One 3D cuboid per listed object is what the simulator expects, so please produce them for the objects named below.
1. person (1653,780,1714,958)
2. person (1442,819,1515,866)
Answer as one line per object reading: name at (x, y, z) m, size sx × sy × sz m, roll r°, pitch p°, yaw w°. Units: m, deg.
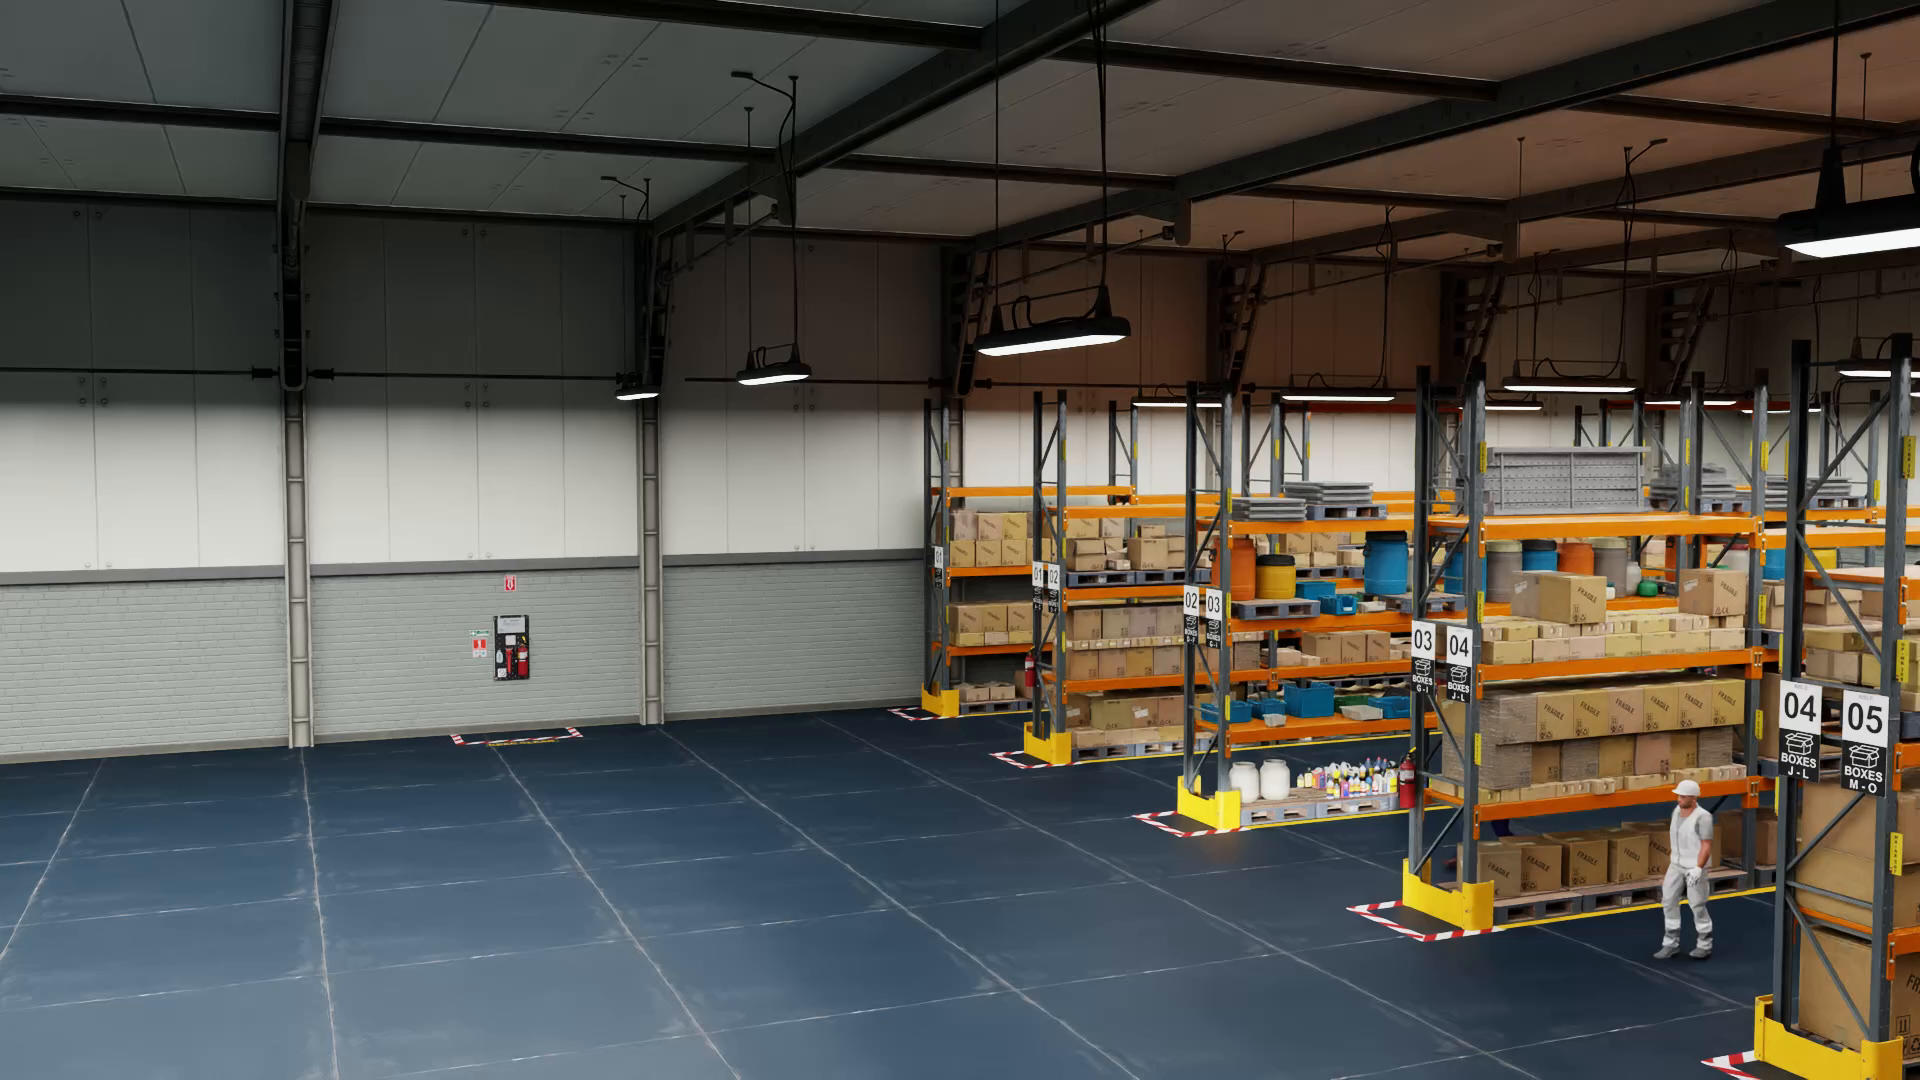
person at (7.262, 3.305, 16.627) m, size 0.561 × 1.830 × 0.578 m, roll -1°, pitch 4°, yaw -19°
person at (6.362, 3.178, 20.100) m, size 1.001 × 1.574 × 0.463 m, roll -1°, pitch 3°, yaw -9°
